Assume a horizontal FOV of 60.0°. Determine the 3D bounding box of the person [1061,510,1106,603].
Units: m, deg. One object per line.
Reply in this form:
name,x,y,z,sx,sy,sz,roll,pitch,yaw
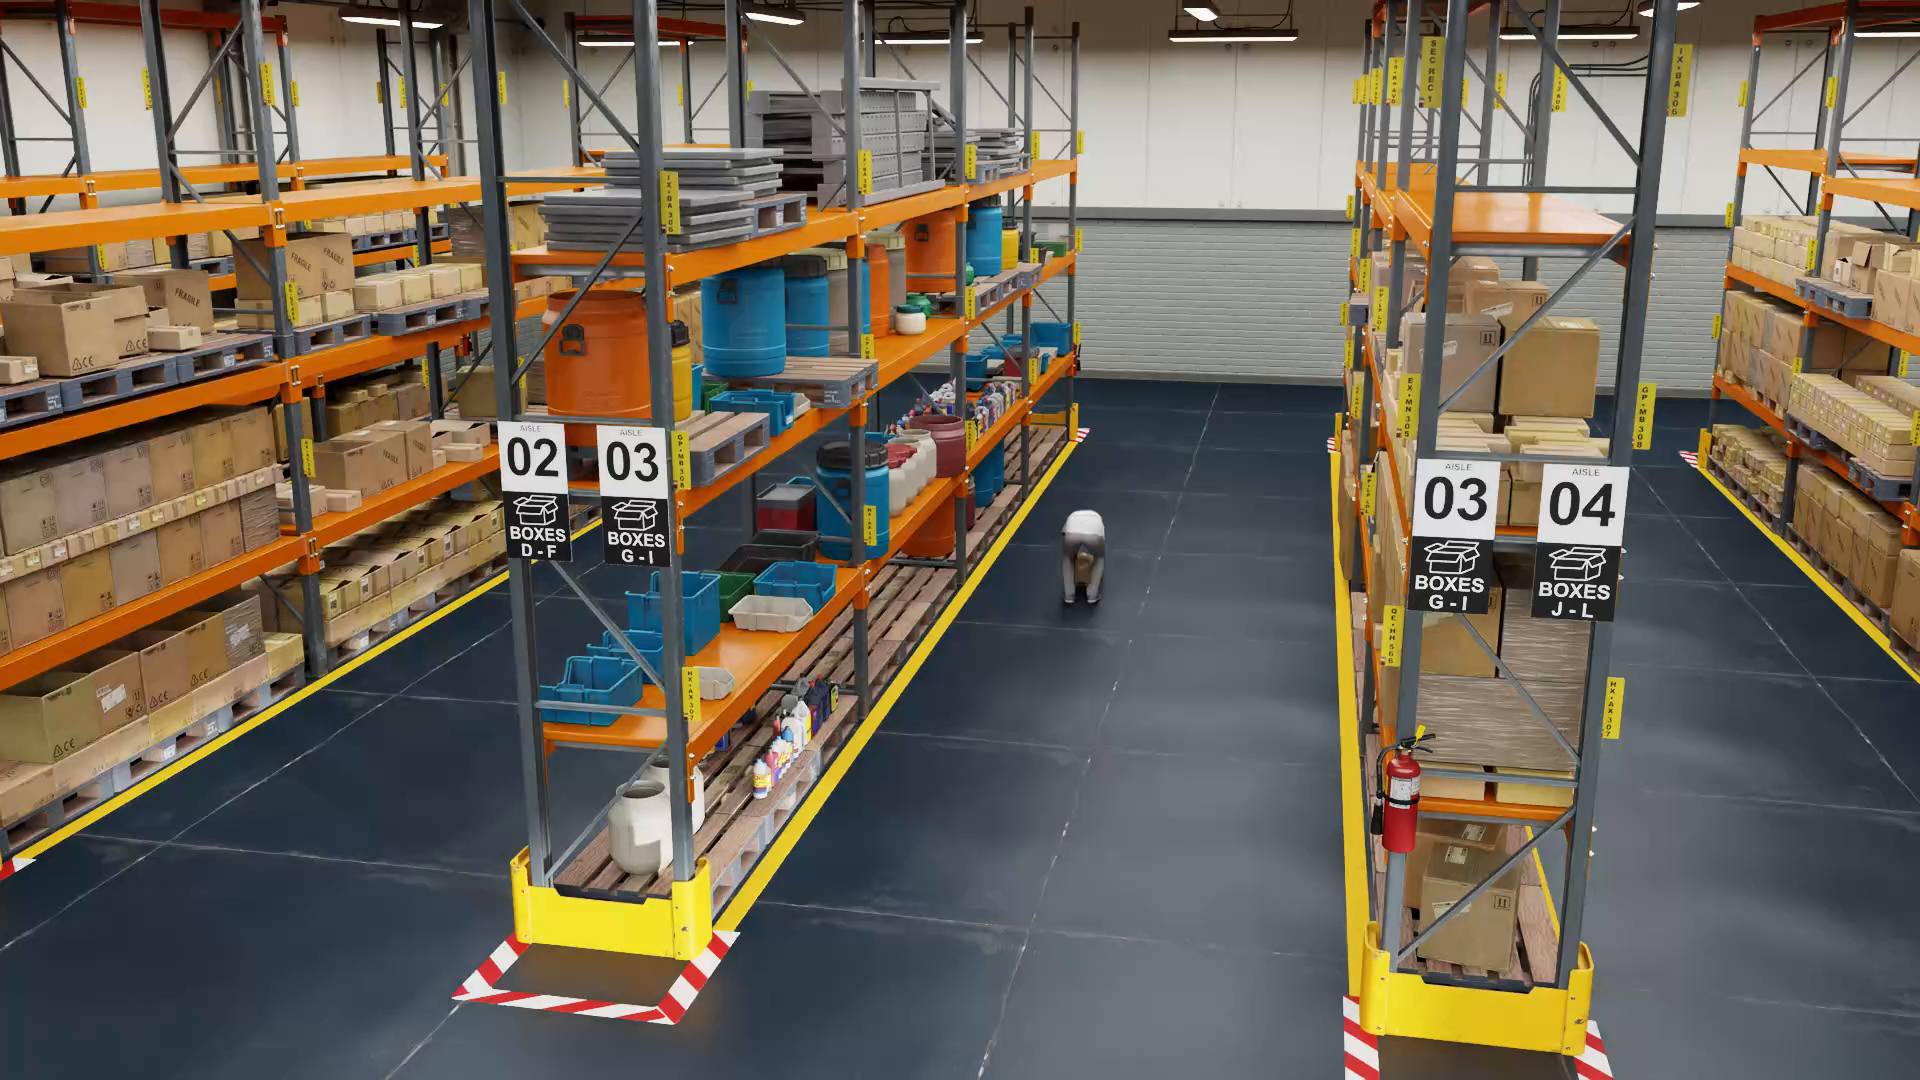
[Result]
person,1.265,0.125,16.945,0.452,0.949,0.914,2,15,8
